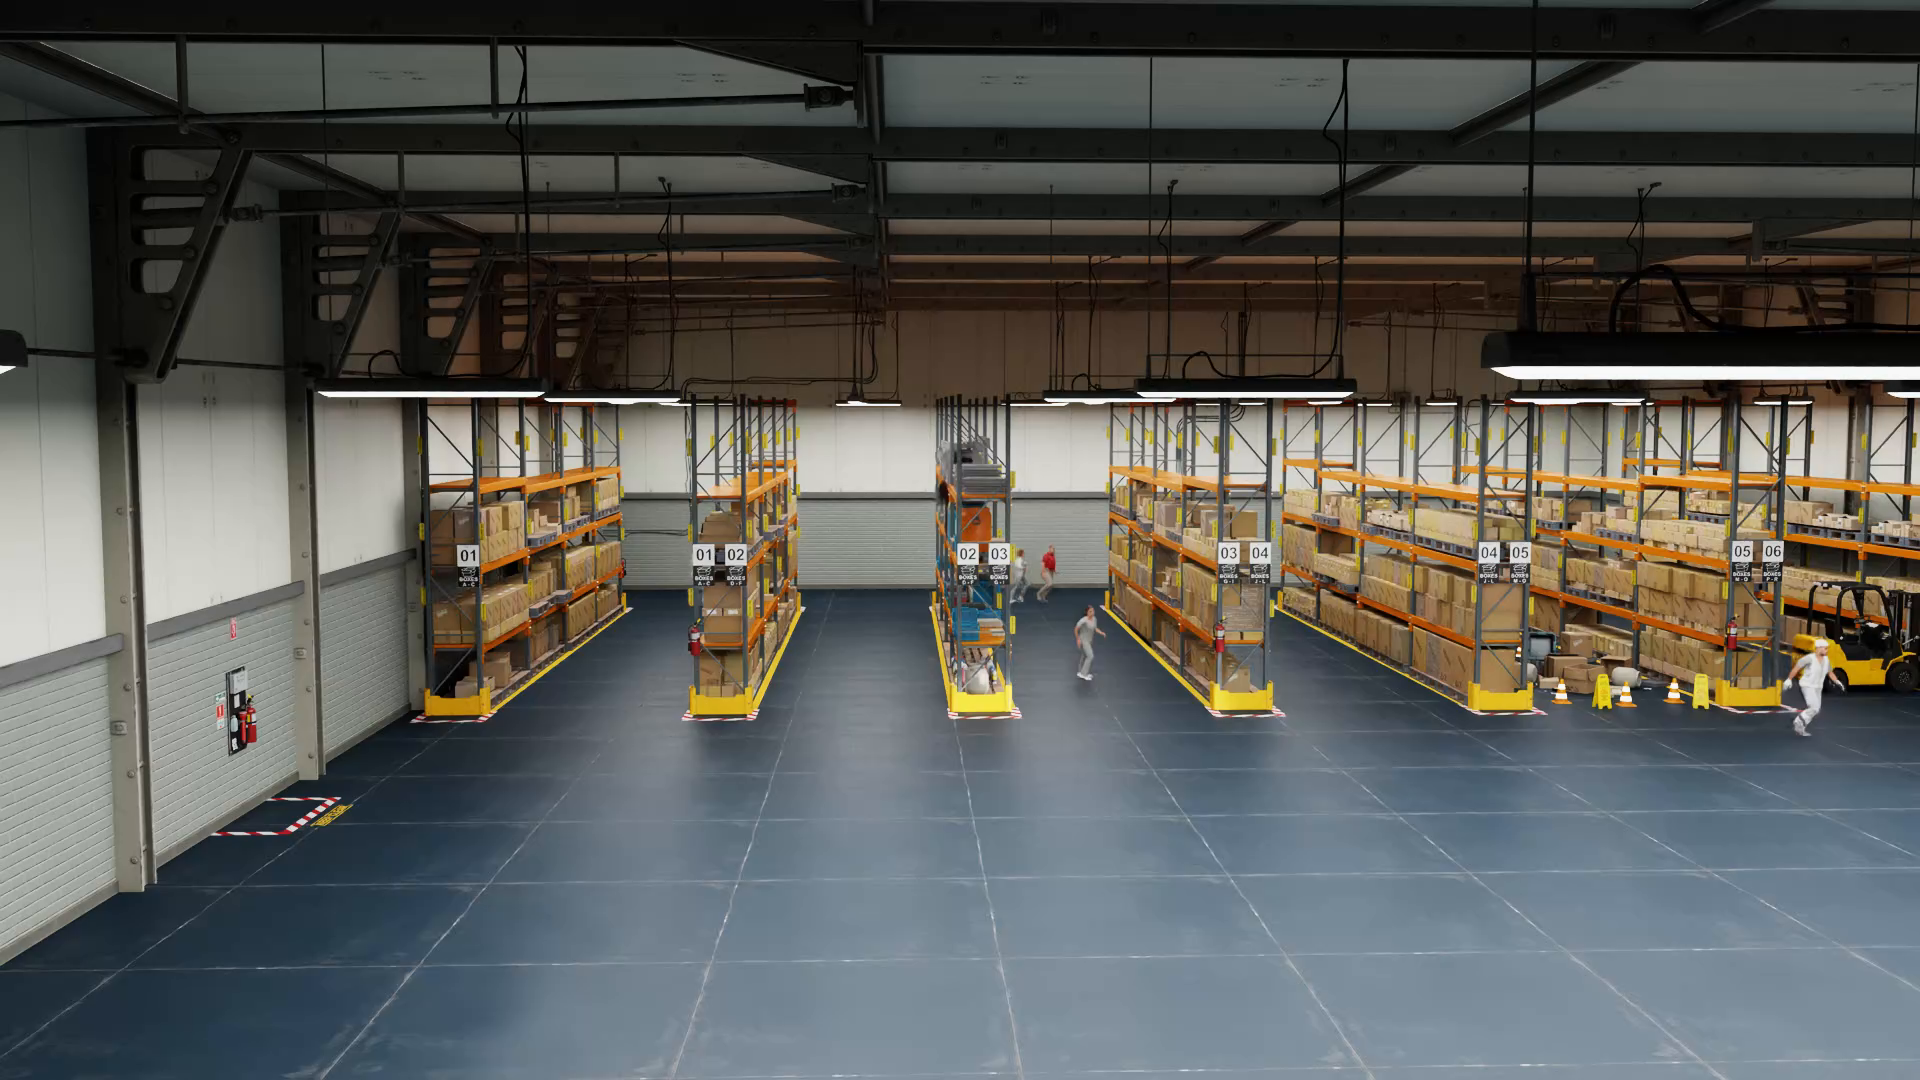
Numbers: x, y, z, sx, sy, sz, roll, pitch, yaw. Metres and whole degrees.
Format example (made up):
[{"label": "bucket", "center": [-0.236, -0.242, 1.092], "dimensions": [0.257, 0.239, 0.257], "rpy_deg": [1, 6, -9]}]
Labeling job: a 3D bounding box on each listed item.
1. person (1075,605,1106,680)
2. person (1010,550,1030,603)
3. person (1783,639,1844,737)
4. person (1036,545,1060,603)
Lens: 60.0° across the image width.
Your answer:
[{"label": "person", "center": [2.727, 2.179, 35.270], "dimensions": [0.788, 1.632, 0.599], "rpy_deg": [3, 6, 38]}, {"label": "person", "center": [1.760, 1.074, 49.074], "dimensions": [0.639, 1.594, 0.597], "rpy_deg": [1, 5, 16]}, {"label": "person", "center": [14.844, 2.573, 28.857], "dimensions": [0.654, 1.729, 0.817], "rpy_deg": [-2, 5, -24]}, {"label": "person", "center": [2.616, 1.007, 49.197], "dimensions": [0.578, 1.690, 0.721], "rpy_deg": [3, 5, 33]}]
